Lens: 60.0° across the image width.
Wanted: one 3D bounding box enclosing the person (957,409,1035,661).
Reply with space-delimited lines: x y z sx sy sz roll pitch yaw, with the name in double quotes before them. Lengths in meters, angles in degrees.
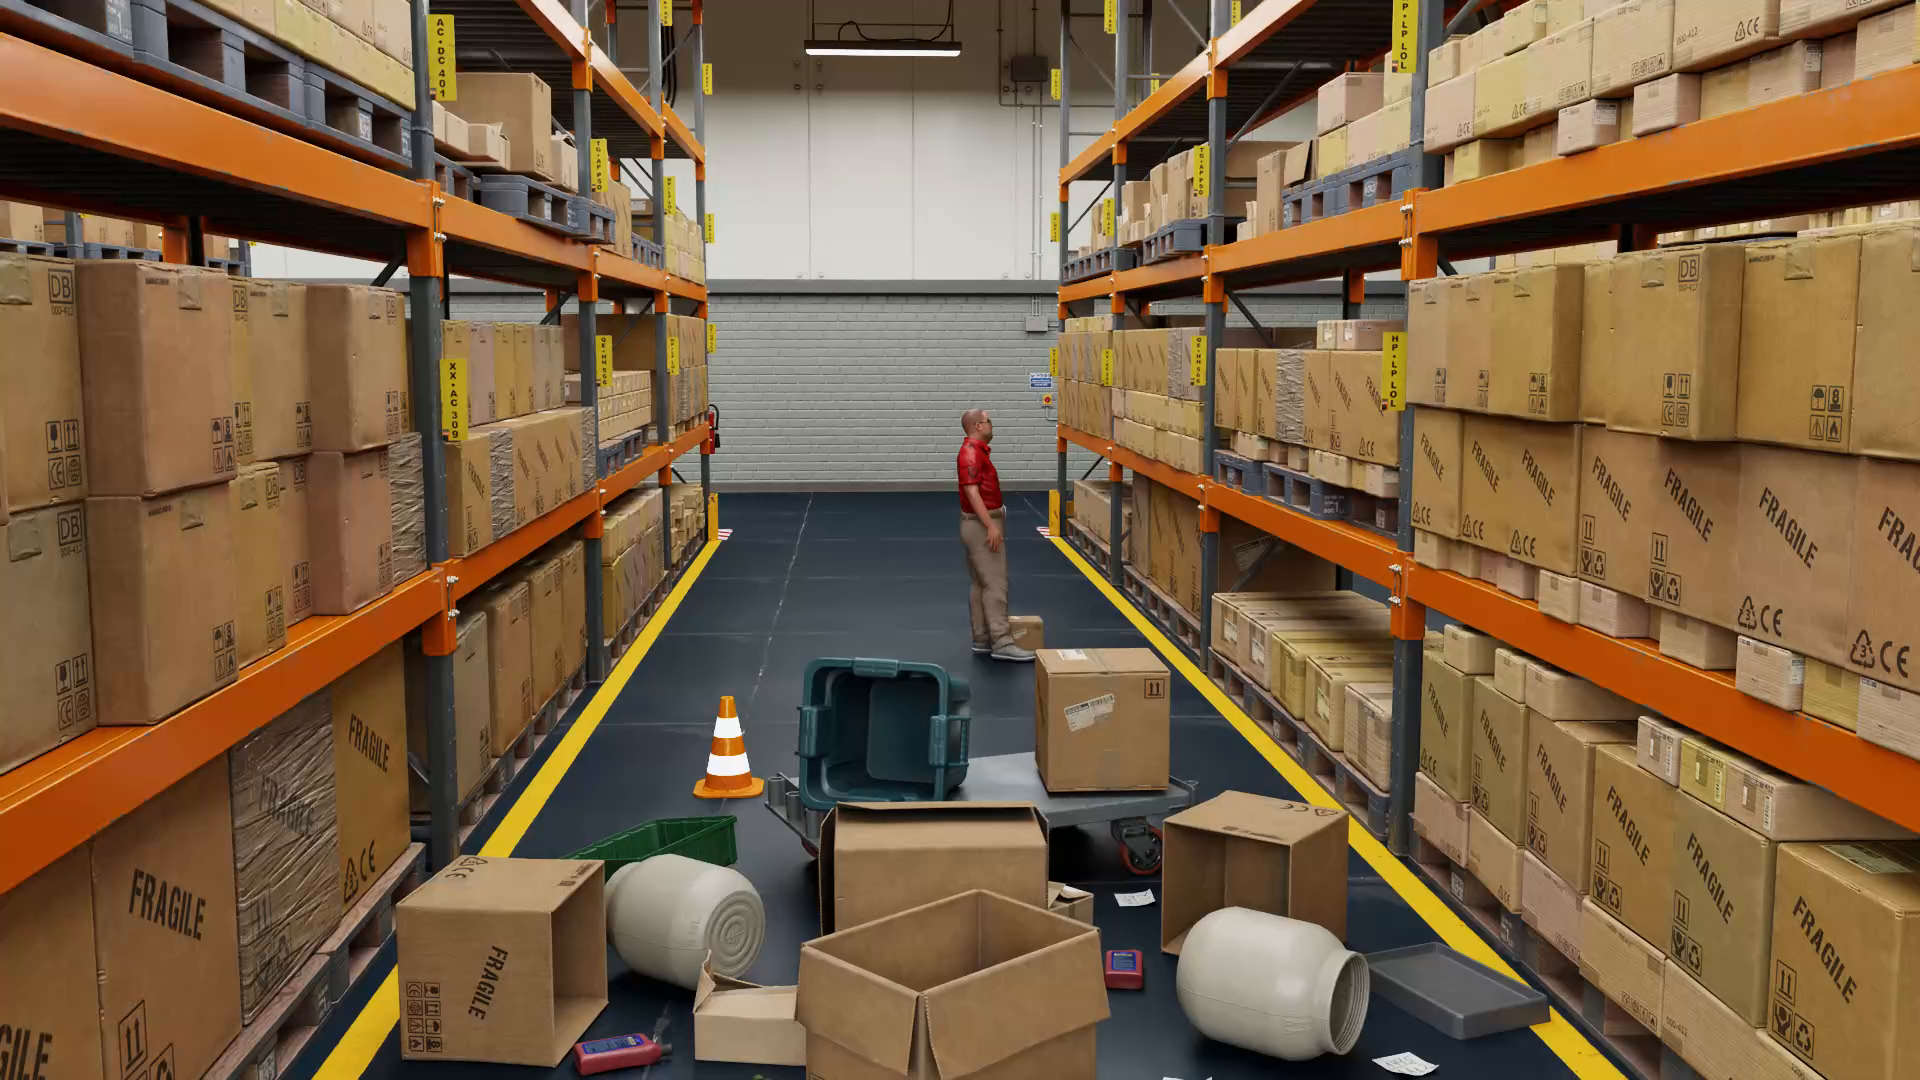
"person" 0.252 -0.053 11.679 0.550 1.728 0.640 0 7 -4
